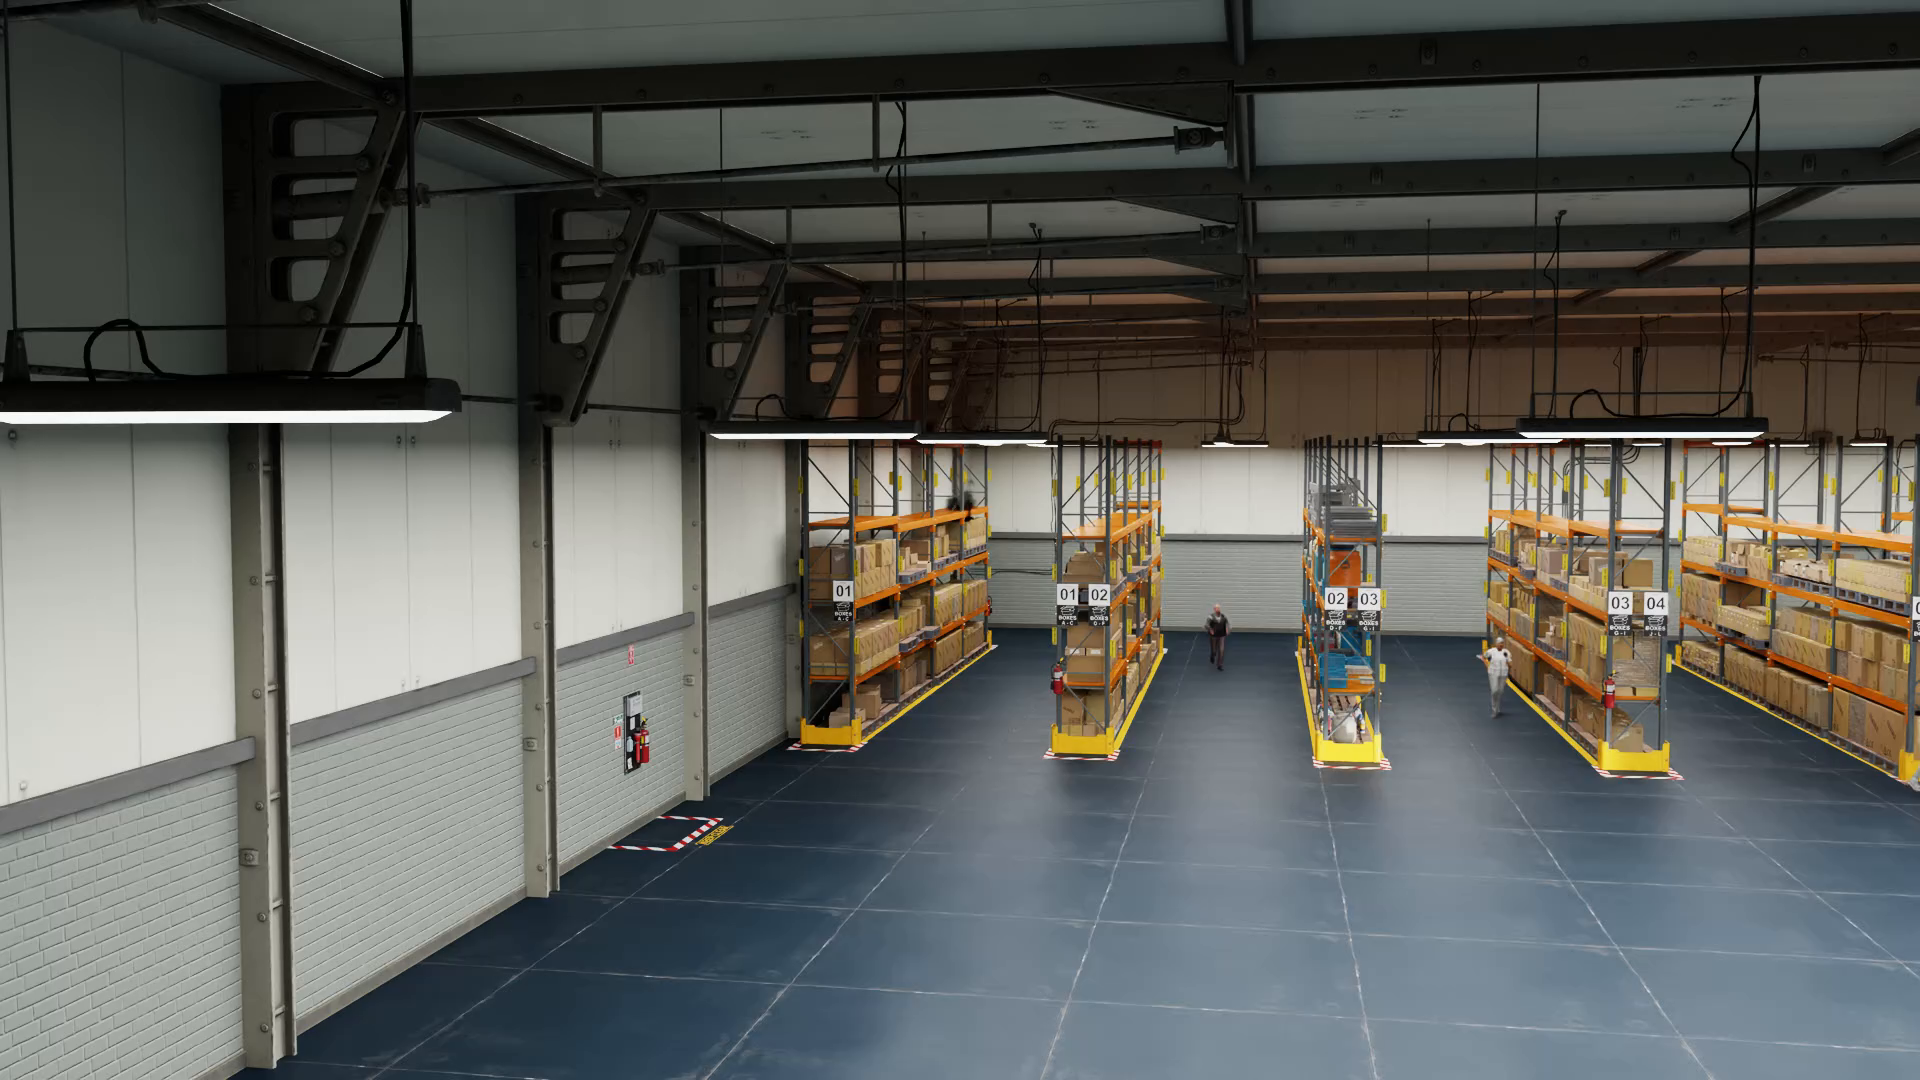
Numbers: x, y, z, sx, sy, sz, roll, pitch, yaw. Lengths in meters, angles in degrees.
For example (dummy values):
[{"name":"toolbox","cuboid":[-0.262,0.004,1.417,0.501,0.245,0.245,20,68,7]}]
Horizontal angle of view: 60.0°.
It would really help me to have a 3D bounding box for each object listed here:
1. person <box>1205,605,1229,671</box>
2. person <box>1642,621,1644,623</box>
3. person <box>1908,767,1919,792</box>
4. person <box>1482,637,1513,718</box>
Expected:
[{"name":"person","cuboid":[6.719,2.535,43.387,0.670,1.707,0.831,0,3,-3]},{"name":"person","cuboid":[18.900,2.396,45.717,0.555,1.717,0.783,0,3,-6]},{"name":"person","cuboid":[16.131,3.400,27.370,0.622,1.737,0.877,-1,3,-20]},{"name":"person","cuboid":[11.625,2.960,35.901,0.588,1.730,0.756,0,3,1]}]
